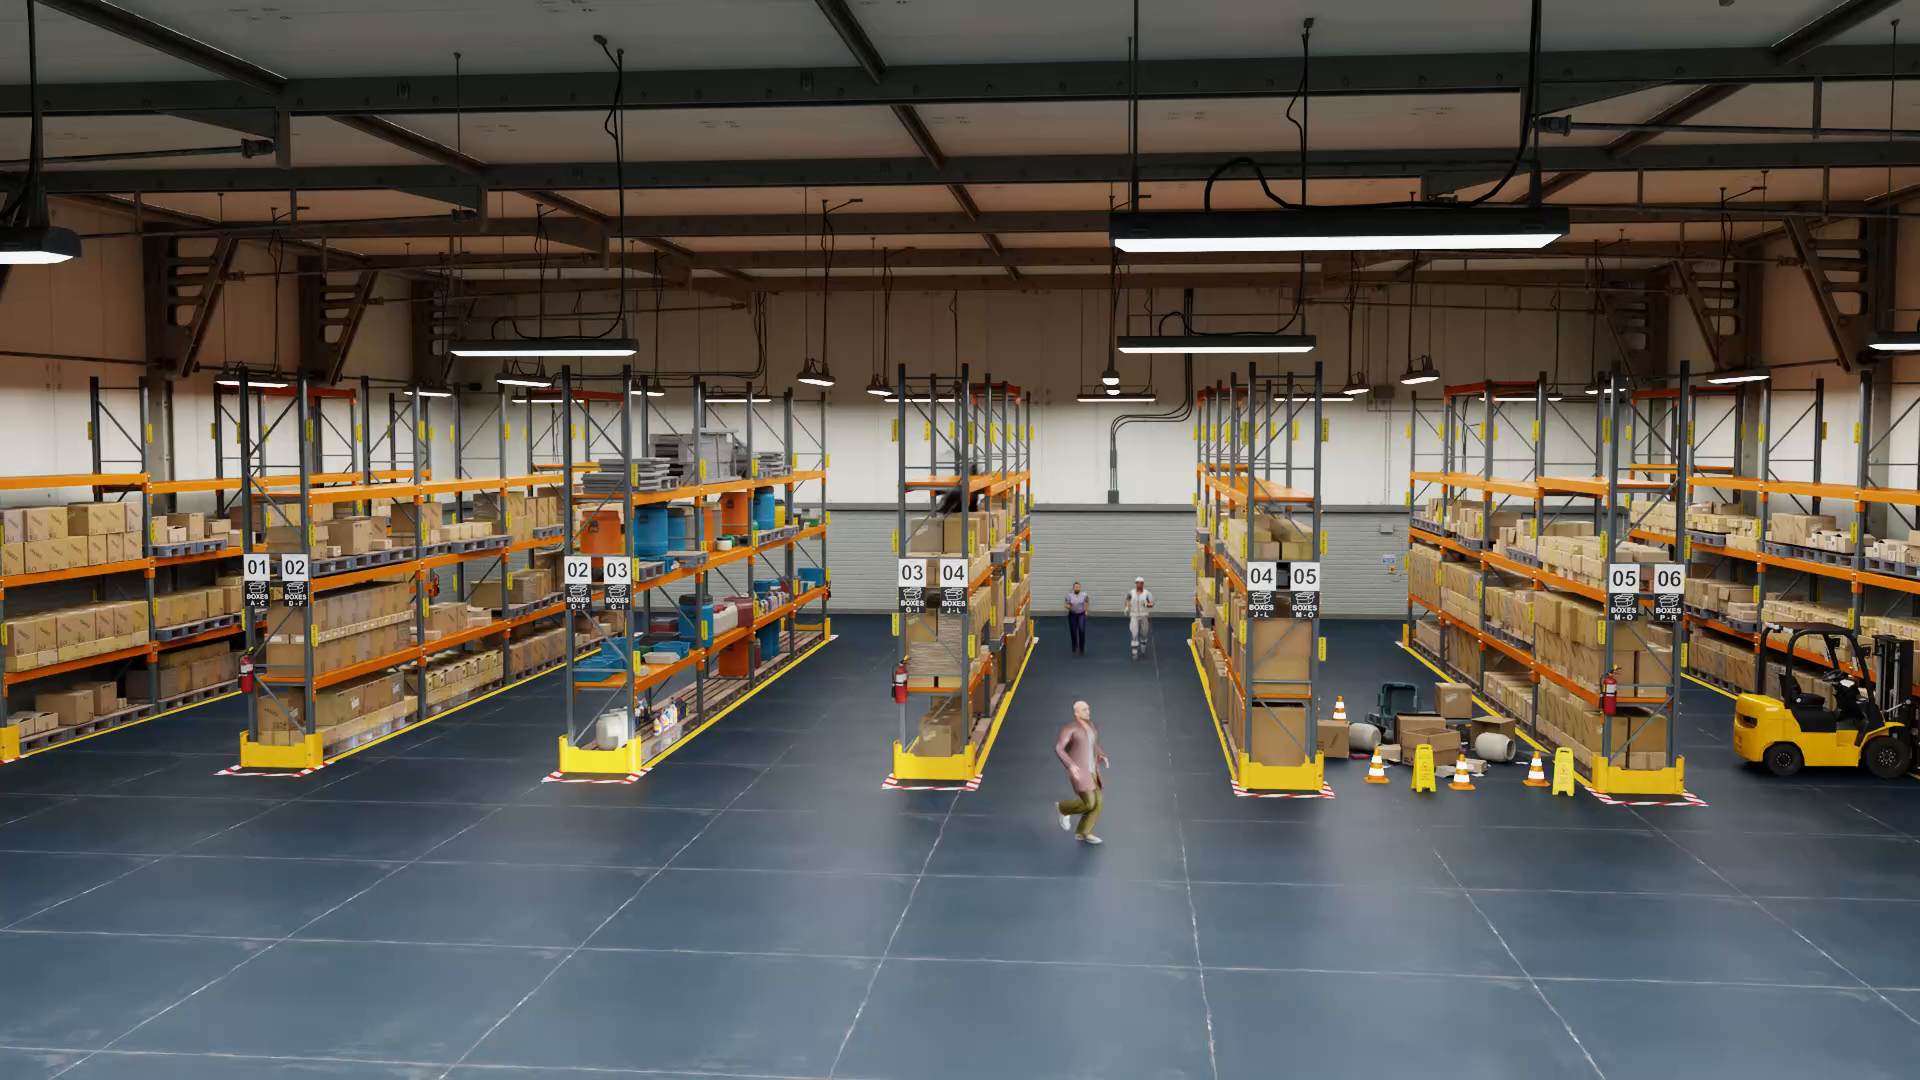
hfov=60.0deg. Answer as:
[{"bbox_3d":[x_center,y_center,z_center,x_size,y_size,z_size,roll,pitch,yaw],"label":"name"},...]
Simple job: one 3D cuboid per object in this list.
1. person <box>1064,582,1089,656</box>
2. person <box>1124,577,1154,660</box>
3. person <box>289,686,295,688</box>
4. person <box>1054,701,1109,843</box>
[{"bbox_3d":[2.635,1.786,37.555,0.549,1.689,0.778,1,4,8],"label":"person"},{"bbox_3d":[3.970,1.713,36.832,0.661,1.783,0.981,1,4,9],"label":"person"},{"bbox_3d":[-11.493,2.344,29.014,0.503,1.610,0.682,0,4,-2],"label":"person"},{"bbox_3d":[1.490,2.836,20.419,0.726,1.726,0.631,-4,5,-45],"label":"person"}]
